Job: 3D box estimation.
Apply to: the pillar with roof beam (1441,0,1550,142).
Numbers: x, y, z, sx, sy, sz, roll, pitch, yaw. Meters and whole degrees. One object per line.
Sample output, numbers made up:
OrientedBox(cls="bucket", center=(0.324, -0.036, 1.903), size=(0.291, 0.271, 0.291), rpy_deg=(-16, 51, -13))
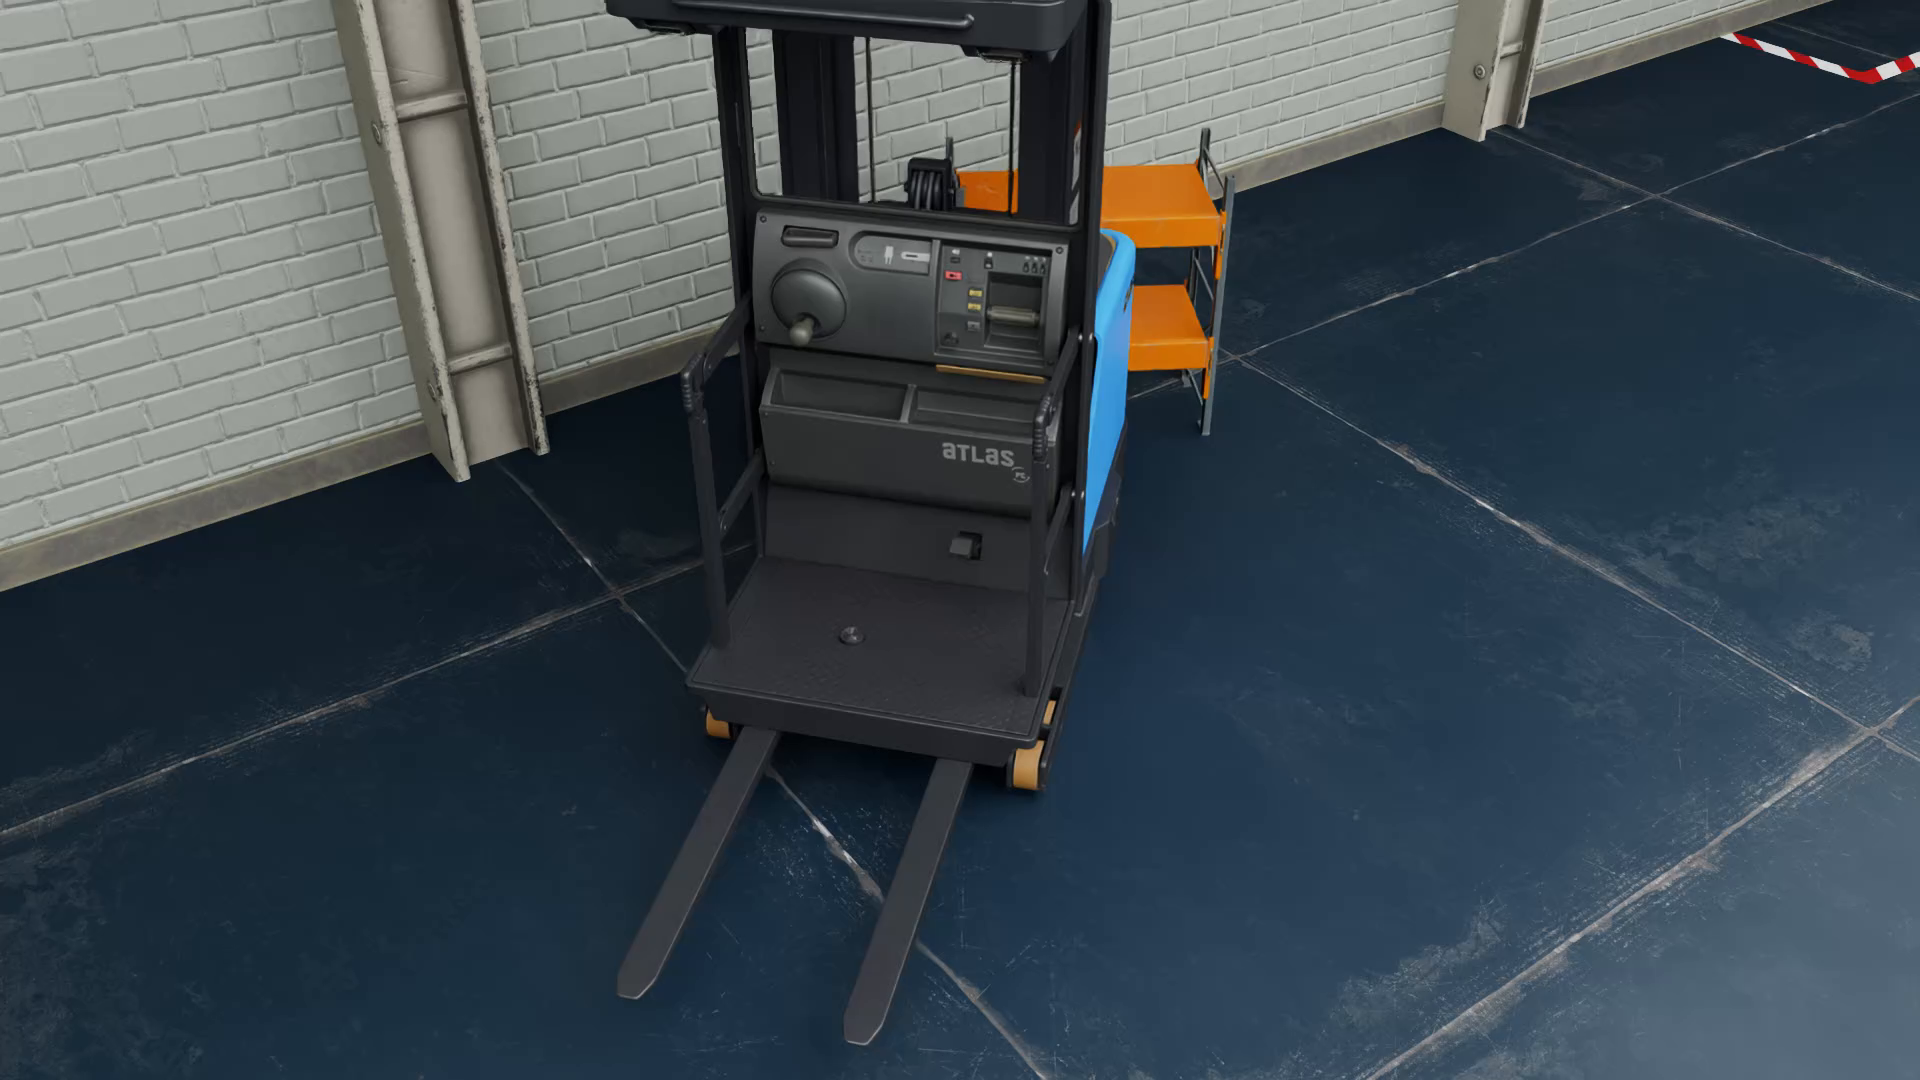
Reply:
OrientedBox(cls="pillar with roof beam", center=(5.474, -3.983, 4.080), size=(0.400, 9.000, 9.100), rpy_deg=(-22, 41, -28))

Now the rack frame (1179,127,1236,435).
OrientedBox(cls="rack frame", center=(0.993, -1.035, 6.725), size=(0.032, 1.125, 0.500), rpy_deg=(-3, 36, -4))

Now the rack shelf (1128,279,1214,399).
OrientedBox(cls="rack shelf", center=(0.487, -0.812, 6.834), size=(1.000, 0.278, 0.538), rpy_deg=(-3, 36, -4))

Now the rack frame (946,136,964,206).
OrientedBox(cls="rack frame", center=(-0.020, -0.987, 6.658), size=(0.032, 1.125, 0.500), rpy_deg=(-3, 36, -4))

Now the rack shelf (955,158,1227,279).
OrientedBox(cls="rack shelf", center=(0.487, -1.248, 6.521), size=(1.000, 0.278, 0.538), rpy_deg=(-3, 36, -4))

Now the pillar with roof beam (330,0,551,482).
OrientedBox(cls="pillar with roof beam", center=(0.569, -1.964, 1.274), size=(0.400, 9.000, 9.100), rpy_deg=(-22, 41, -28))

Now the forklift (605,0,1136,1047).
OrientedBox(cls="forklift", center=(-0.201, -0.659, 4.656), size=(1.130, 2.935, 3.031), rpy_deg=(8, 36, 11))

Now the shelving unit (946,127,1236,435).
OrientedBox(cls="shelving unit", center=(0.487, -1.011, 6.692), size=(1.048, 1.125, 0.538), rpy_deg=(-3, 36, -4))
